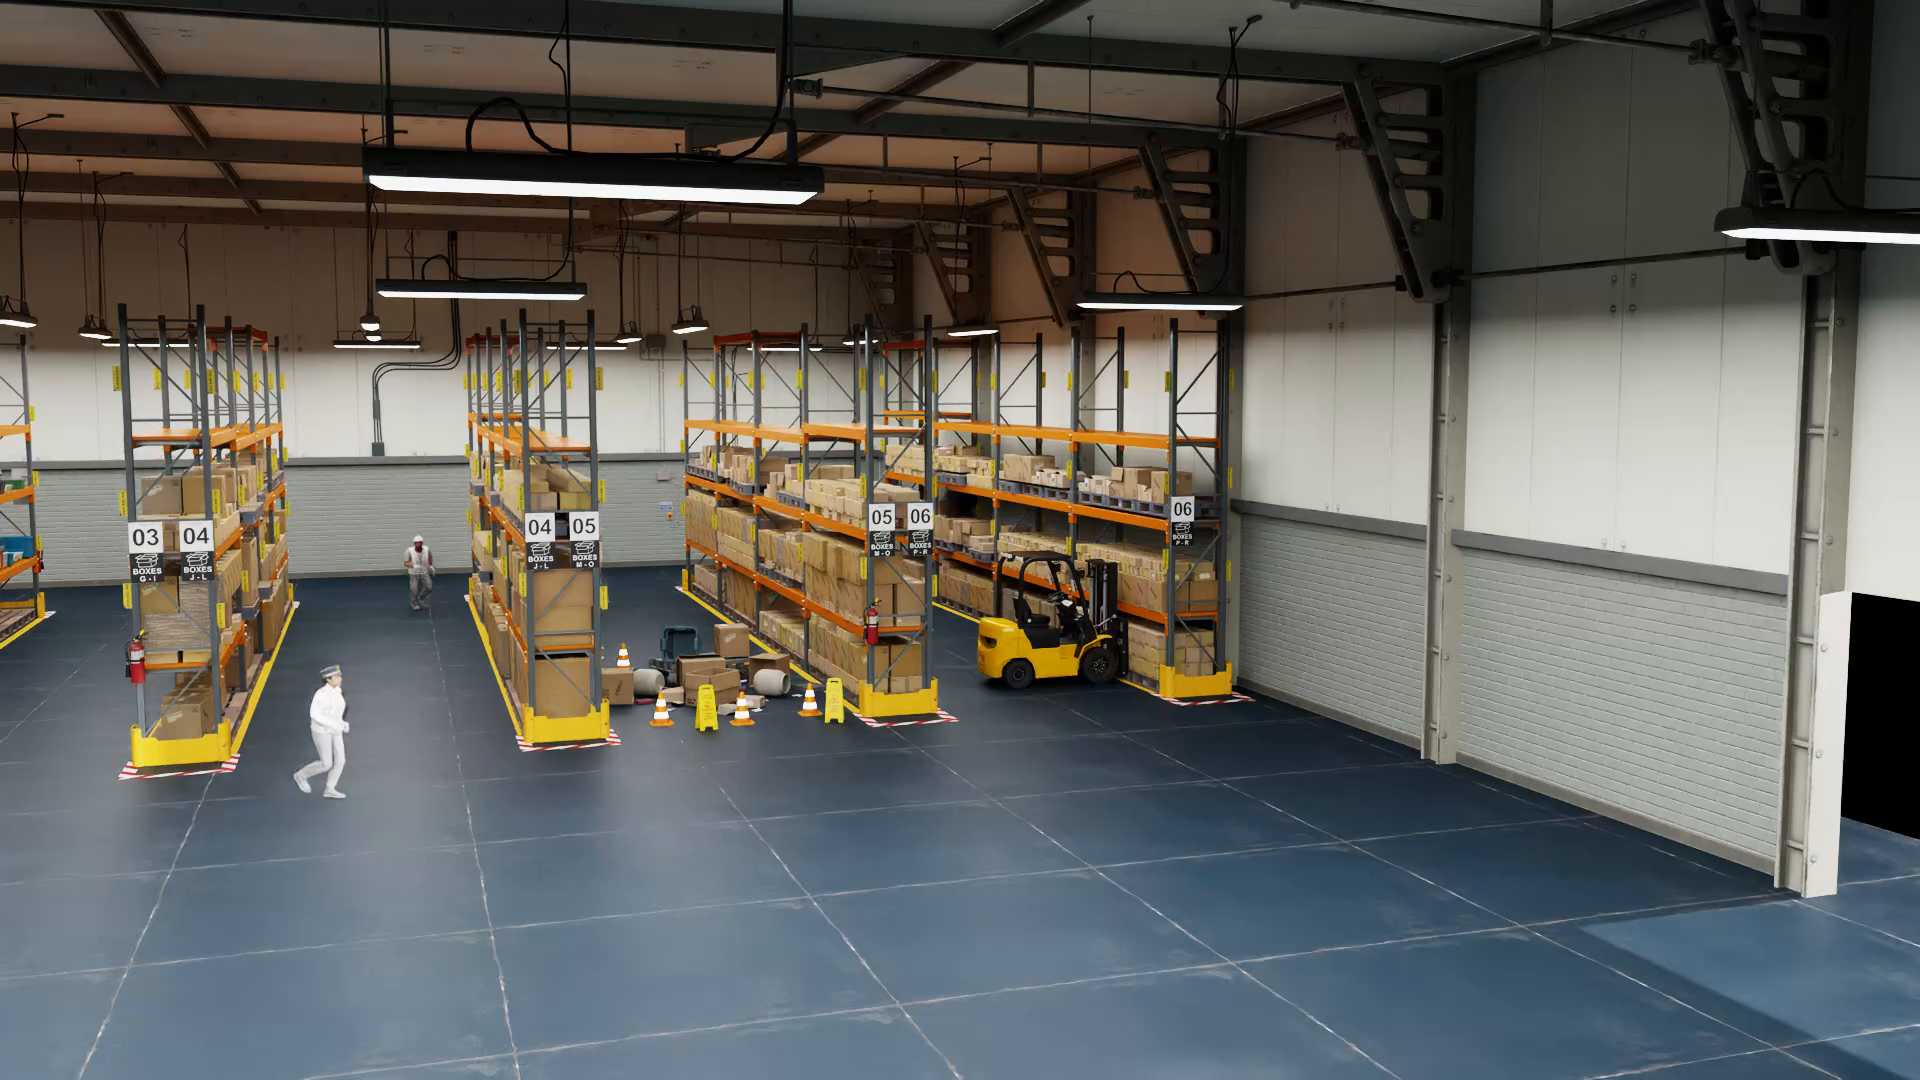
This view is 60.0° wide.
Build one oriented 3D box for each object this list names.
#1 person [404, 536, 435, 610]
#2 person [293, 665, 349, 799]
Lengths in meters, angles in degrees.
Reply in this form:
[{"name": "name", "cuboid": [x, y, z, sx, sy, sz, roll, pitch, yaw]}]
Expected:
[{"name": "person", "cuboid": [-11.782, 0.727, 36.304, 0.717, 1.672, 0.827, -4, 7, -34]}, {"name": "person", "cuboid": [-7.682, 2.303, 20.036, 0.716, 1.640, 0.609, 1, 6, 14]}]
